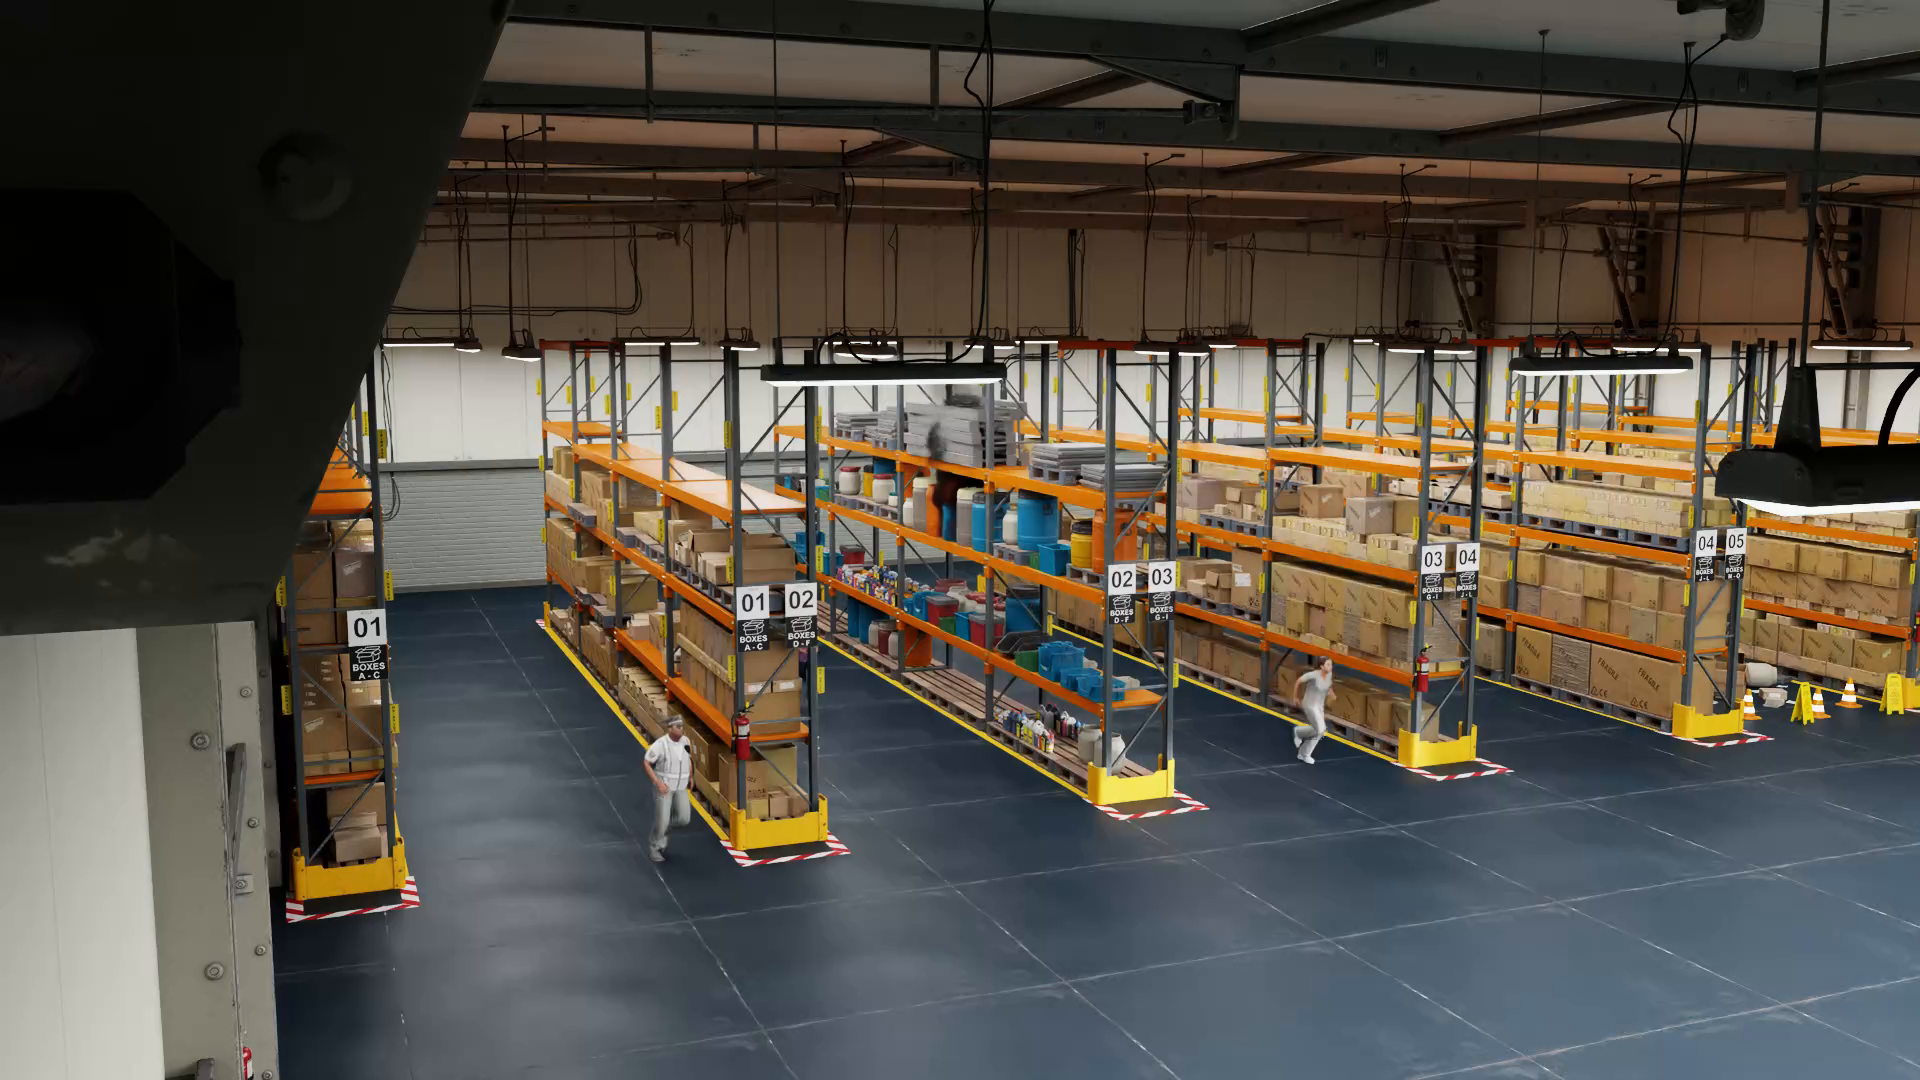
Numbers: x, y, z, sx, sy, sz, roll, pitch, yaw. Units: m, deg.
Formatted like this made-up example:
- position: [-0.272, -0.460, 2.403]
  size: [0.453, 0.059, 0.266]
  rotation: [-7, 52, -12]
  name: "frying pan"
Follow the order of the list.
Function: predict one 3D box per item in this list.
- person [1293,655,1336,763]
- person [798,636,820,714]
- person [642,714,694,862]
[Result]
- position: [5.137, 2.437, 24.037]
  size: [0.553, 1.597, 0.685]
  rotation: [-6, 10, -41]
  name: "person"
- position: [-2.544, 1.992, 27.374]
  size: [0.564, 1.592, 0.921]
  rotation: [-6, 9, -38]
  name: "person"
- position: [-3.420, 2.924, 19.801]
  size: [0.715, 1.722, 0.536]
  rotation: [-6, 10, -41]
  name: "person"
